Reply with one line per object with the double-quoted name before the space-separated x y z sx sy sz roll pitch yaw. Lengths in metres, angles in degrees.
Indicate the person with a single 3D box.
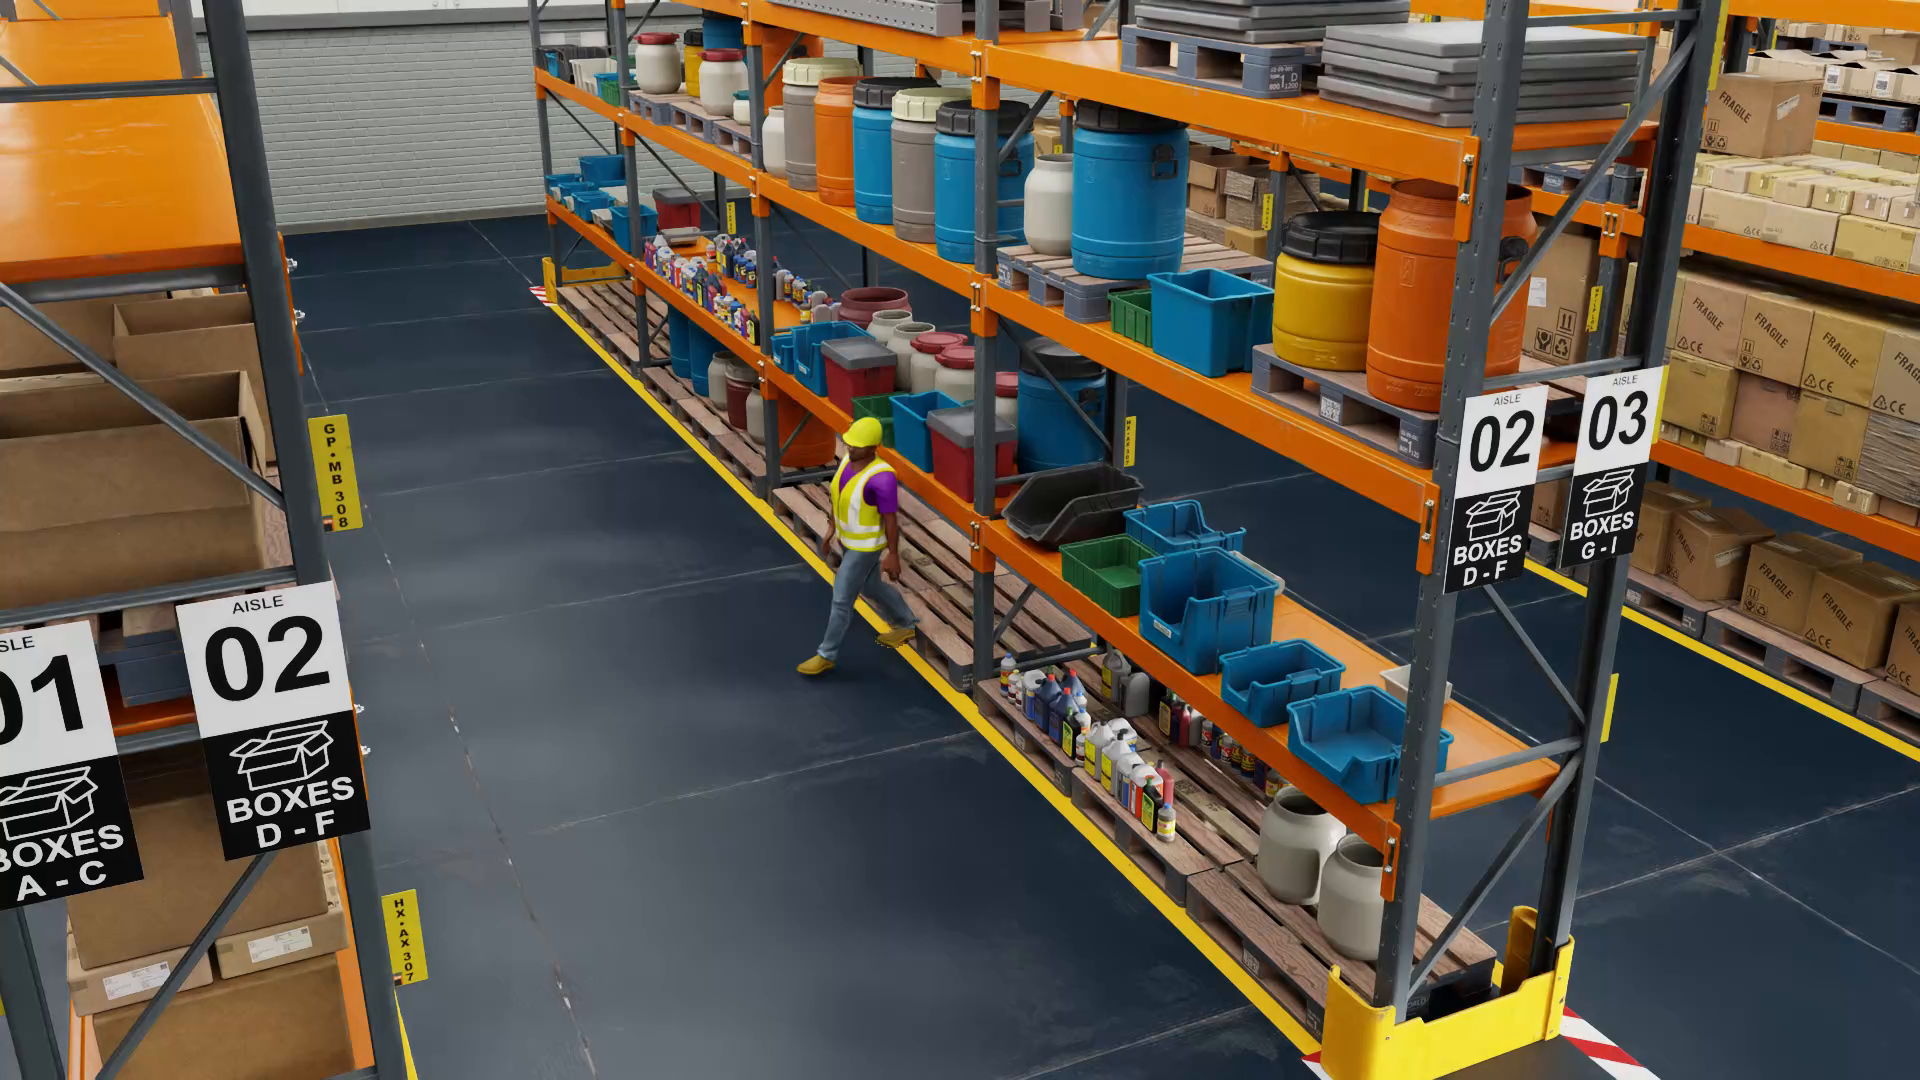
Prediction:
"person" -0.687 0.008 10.959 0.953 1.726 0.581 -10 24 -23
